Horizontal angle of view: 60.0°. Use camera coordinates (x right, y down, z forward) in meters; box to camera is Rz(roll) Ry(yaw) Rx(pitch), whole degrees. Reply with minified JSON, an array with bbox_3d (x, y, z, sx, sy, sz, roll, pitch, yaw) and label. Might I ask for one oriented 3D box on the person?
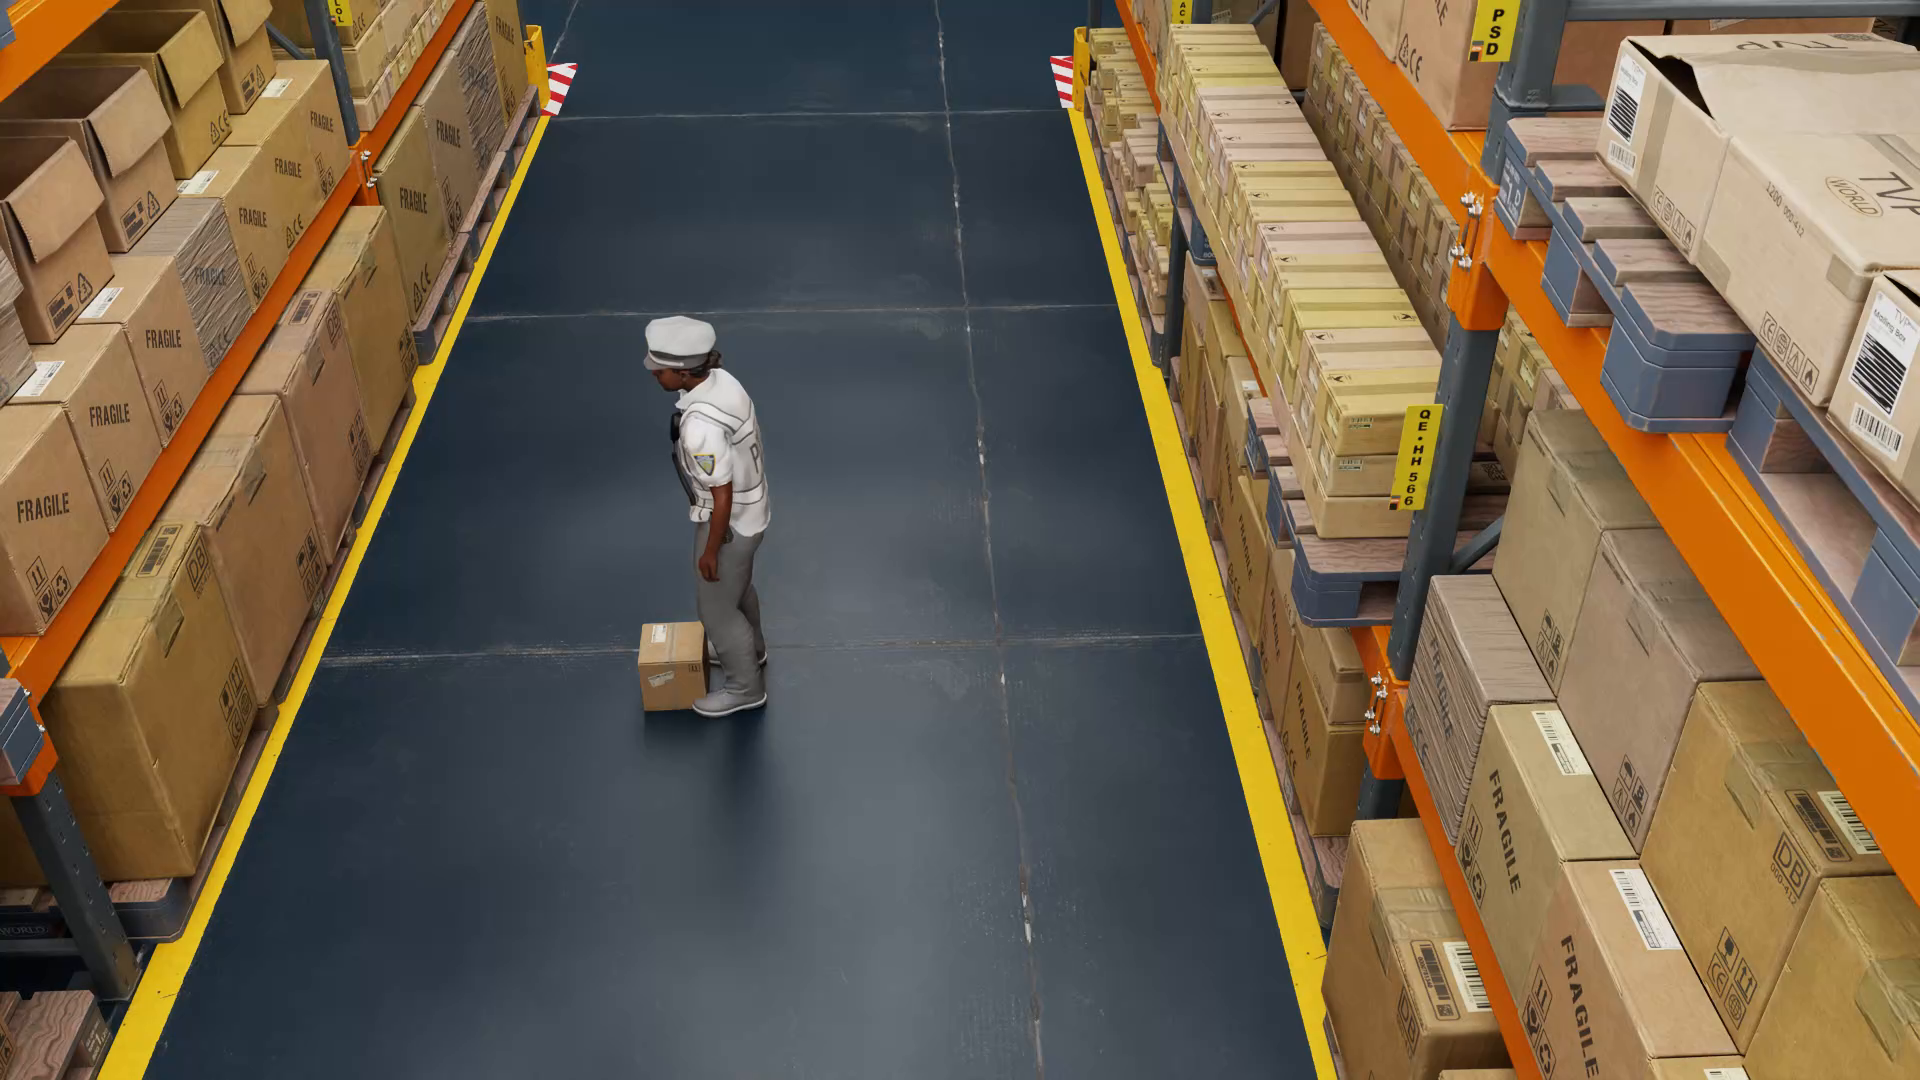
[{"bbox_3d":[-0.911,-0.080,6.260,0.400,1.657,0.516,-2,35,-3],"label":"person"}]
